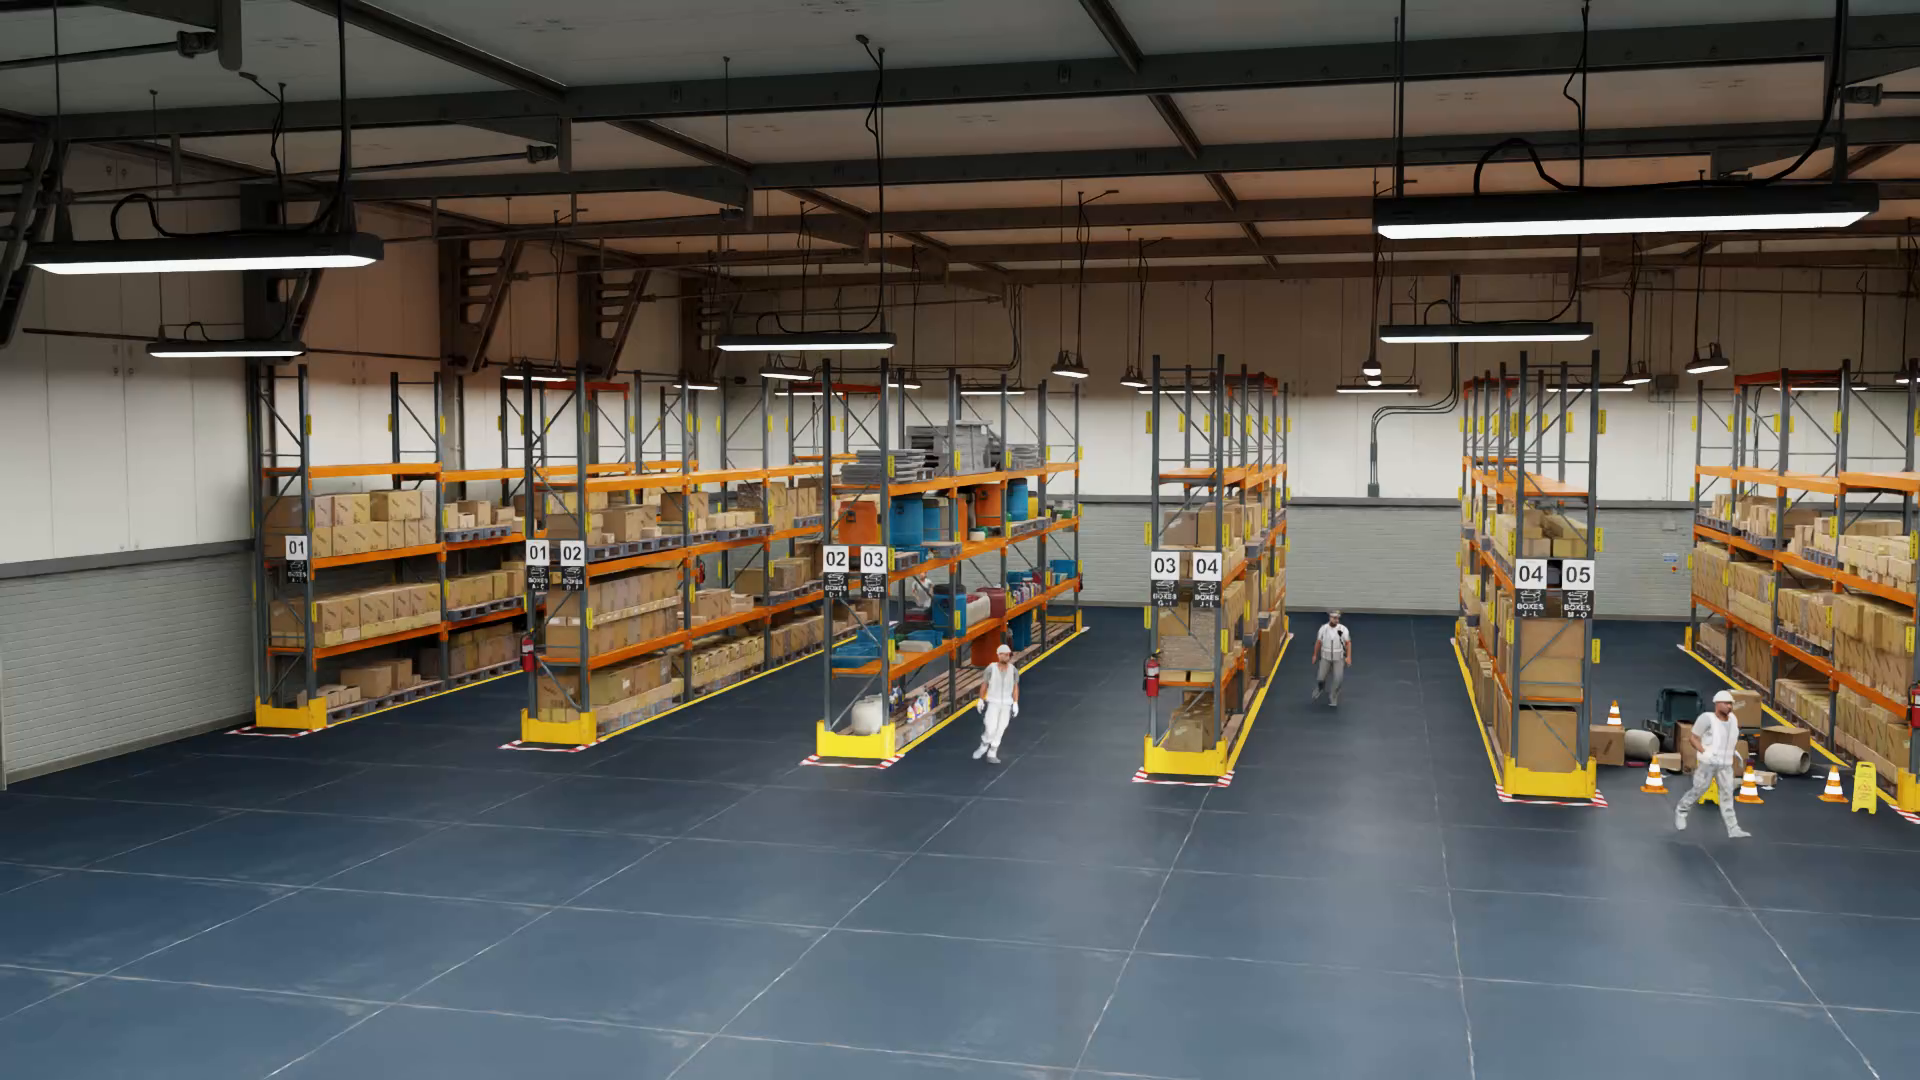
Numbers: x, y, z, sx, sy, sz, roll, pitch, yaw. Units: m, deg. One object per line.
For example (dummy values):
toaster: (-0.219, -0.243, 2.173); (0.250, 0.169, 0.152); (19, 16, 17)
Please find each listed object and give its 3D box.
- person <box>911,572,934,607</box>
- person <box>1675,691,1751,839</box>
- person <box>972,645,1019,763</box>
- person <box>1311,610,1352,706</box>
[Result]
person: (-0.879, 1.484, 39.325); (0.567, 1.628, 0.846); (0, 4, 1)
person: (9.145, 2.688, 20.031); (0.724, 1.758, 1.089); (-1, 4, -17)
person: (0.531, 2.413, 24.502); (0.677, 1.765, 0.484); (-1, 4, -19)
person: (6.640, 2.085, 29.720); (0.711, 1.726, 0.682); (1, 4, 15)
